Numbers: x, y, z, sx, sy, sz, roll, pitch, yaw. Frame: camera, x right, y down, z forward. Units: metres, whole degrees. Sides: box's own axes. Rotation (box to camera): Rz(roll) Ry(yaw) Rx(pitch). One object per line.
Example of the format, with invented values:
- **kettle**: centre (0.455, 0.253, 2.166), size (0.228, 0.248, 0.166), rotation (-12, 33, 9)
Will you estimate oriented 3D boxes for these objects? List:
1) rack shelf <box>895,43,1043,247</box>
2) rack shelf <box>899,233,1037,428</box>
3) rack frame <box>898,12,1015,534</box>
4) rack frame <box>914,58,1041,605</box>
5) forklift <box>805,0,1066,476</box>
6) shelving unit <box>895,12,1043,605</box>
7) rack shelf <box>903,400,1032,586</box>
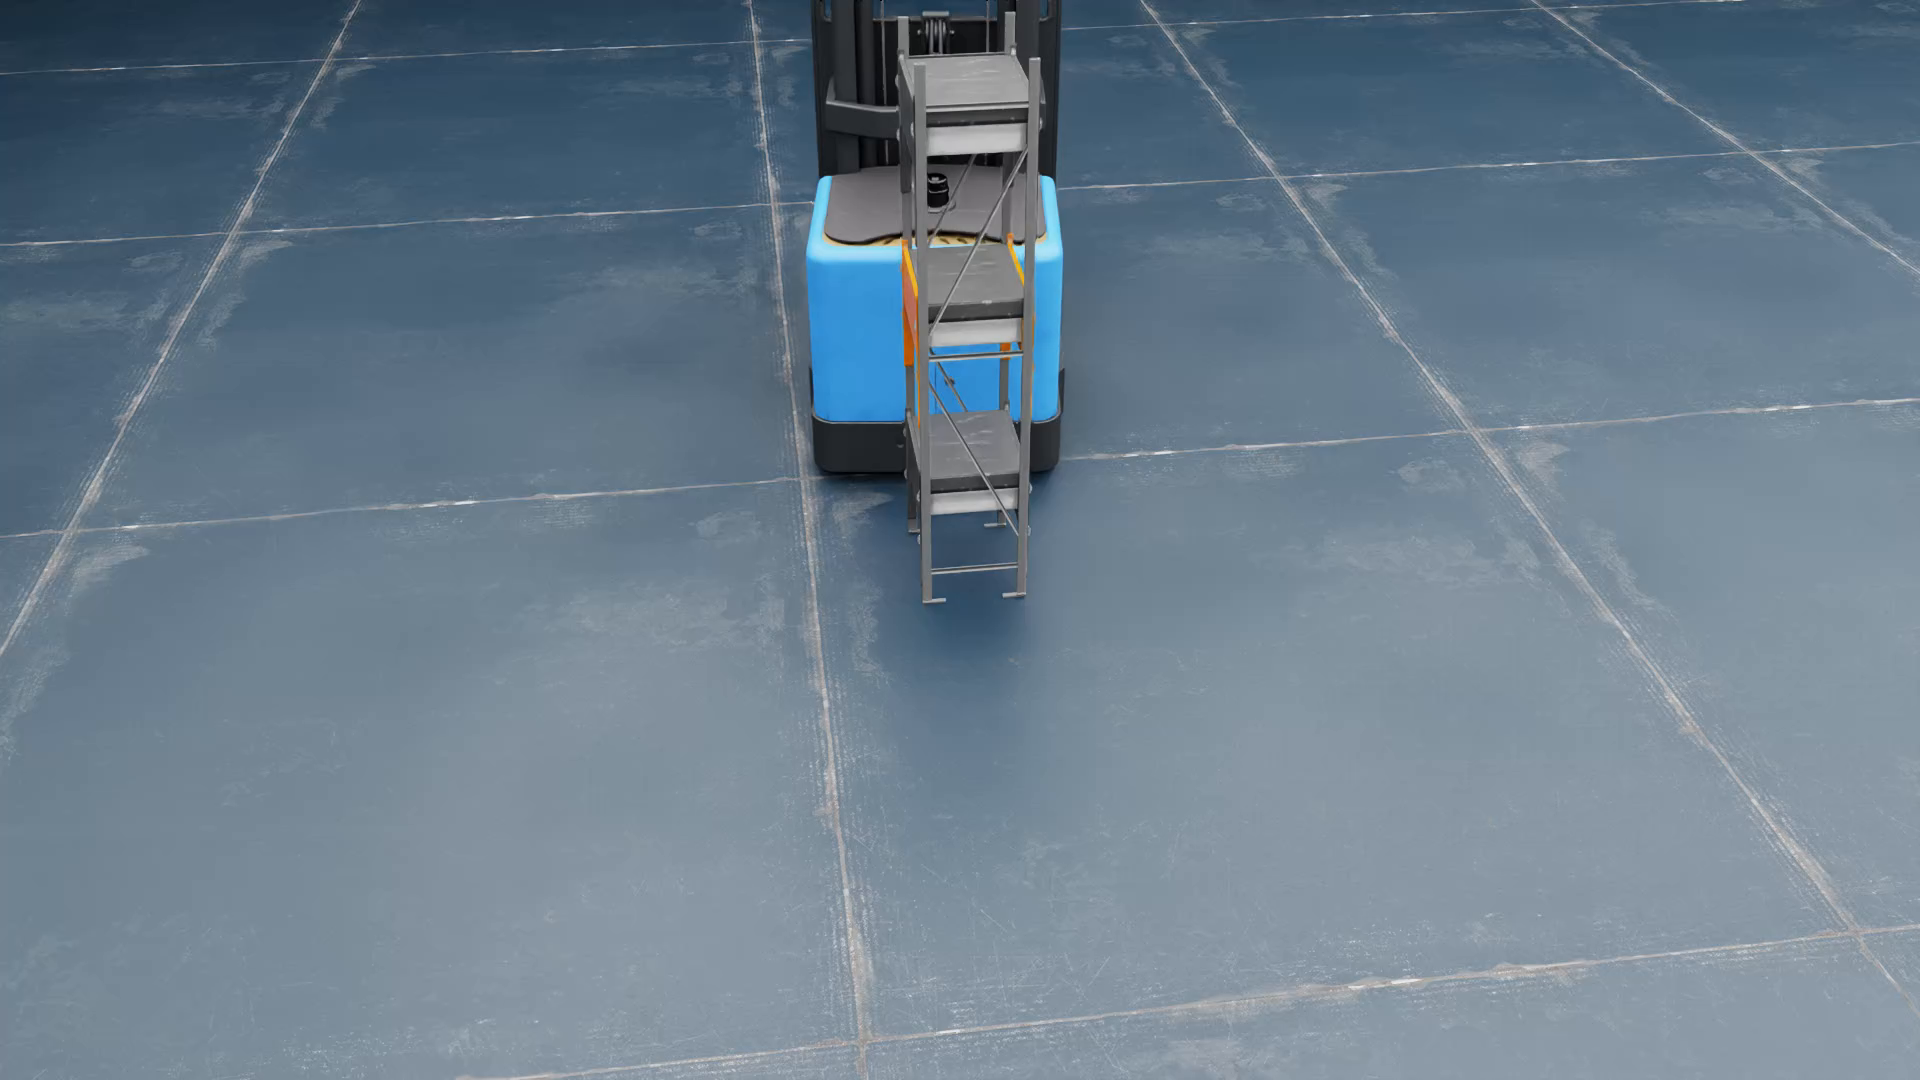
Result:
- **rack shelf**: centre (0.022, -1.342, 5.637), size (0.431, 0.518, 0.480), rotation (-4, 35, -6)
- **rack shelf**: centre (0.022, -0.764, 6.031), size (0.431, 0.518, 0.480), rotation (-4, 35, -6)
- **rack frame**: centre (-0.011, -0.911, 6.223), size (0.400, 2.100, 0.015), rotation (-4, 35, -6)
- **rack frame**: centre (0.055, -0.639, 5.823), size (0.400, 2.100, 0.015), rotation (-4, 35, -6)
- **forklift**: centre (-0.103, -2.274, 7.484), size (1.130, 2.935, 3.031), rotation (0, 34, 0)
- **shelving unit**: centre (0.022, -0.775, 6.023), size (0.431, 2.100, 0.503), rotation (-4, 35, -6)
- **rack shelf**: centre (0.022, -0.186, 6.425), size (0.431, 0.518, 0.480), rotation (-4, 35, -6)
